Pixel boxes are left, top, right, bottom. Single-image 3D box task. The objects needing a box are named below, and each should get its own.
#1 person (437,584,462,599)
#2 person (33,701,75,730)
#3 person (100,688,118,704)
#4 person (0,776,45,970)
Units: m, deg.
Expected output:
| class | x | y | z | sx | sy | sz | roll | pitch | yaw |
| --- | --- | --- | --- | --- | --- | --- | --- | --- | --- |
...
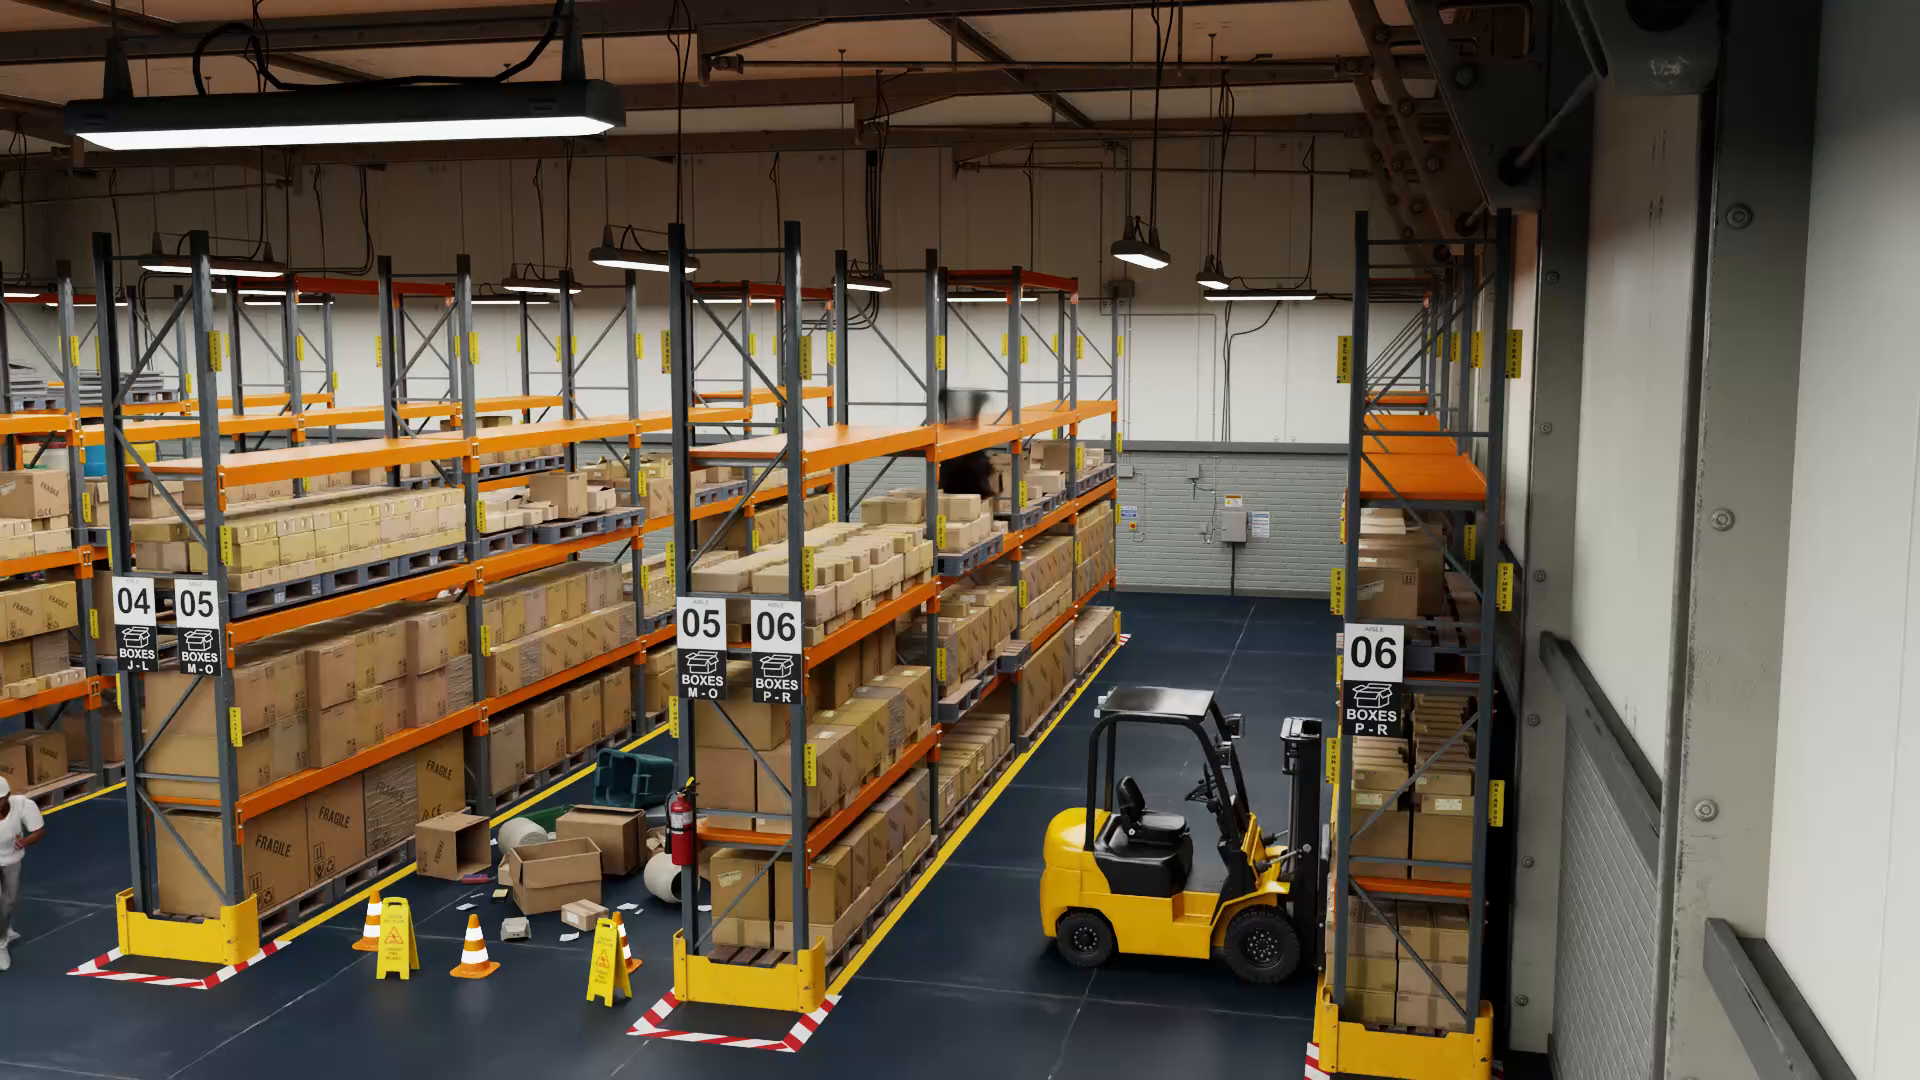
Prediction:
| class | x | y | z | sx | sy | sz | roll | pitch | yaw |
| --- | --- | --- | --- | --- | --- | --- | --- | --- | --- |
| person | -7.377 | 1.361 | 24.116 | 0.649 | 1.819 | 0.730 | 1 | 7 | 7 |
| person | -11.778 | 1.757 | 21.408 | 0.659 | 1.663 | 0.753 | -1 | 7 | -8 |
| person | -11.789 | 1.627 | 22.465 | 0.587 | 1.652 | 0.916 | 0 | 7 | -1 |
| person | -7.986 | 2.709 | 13.750 | 0.746 | 1.690 | 0.991 | -5 | 8 | -35 |
